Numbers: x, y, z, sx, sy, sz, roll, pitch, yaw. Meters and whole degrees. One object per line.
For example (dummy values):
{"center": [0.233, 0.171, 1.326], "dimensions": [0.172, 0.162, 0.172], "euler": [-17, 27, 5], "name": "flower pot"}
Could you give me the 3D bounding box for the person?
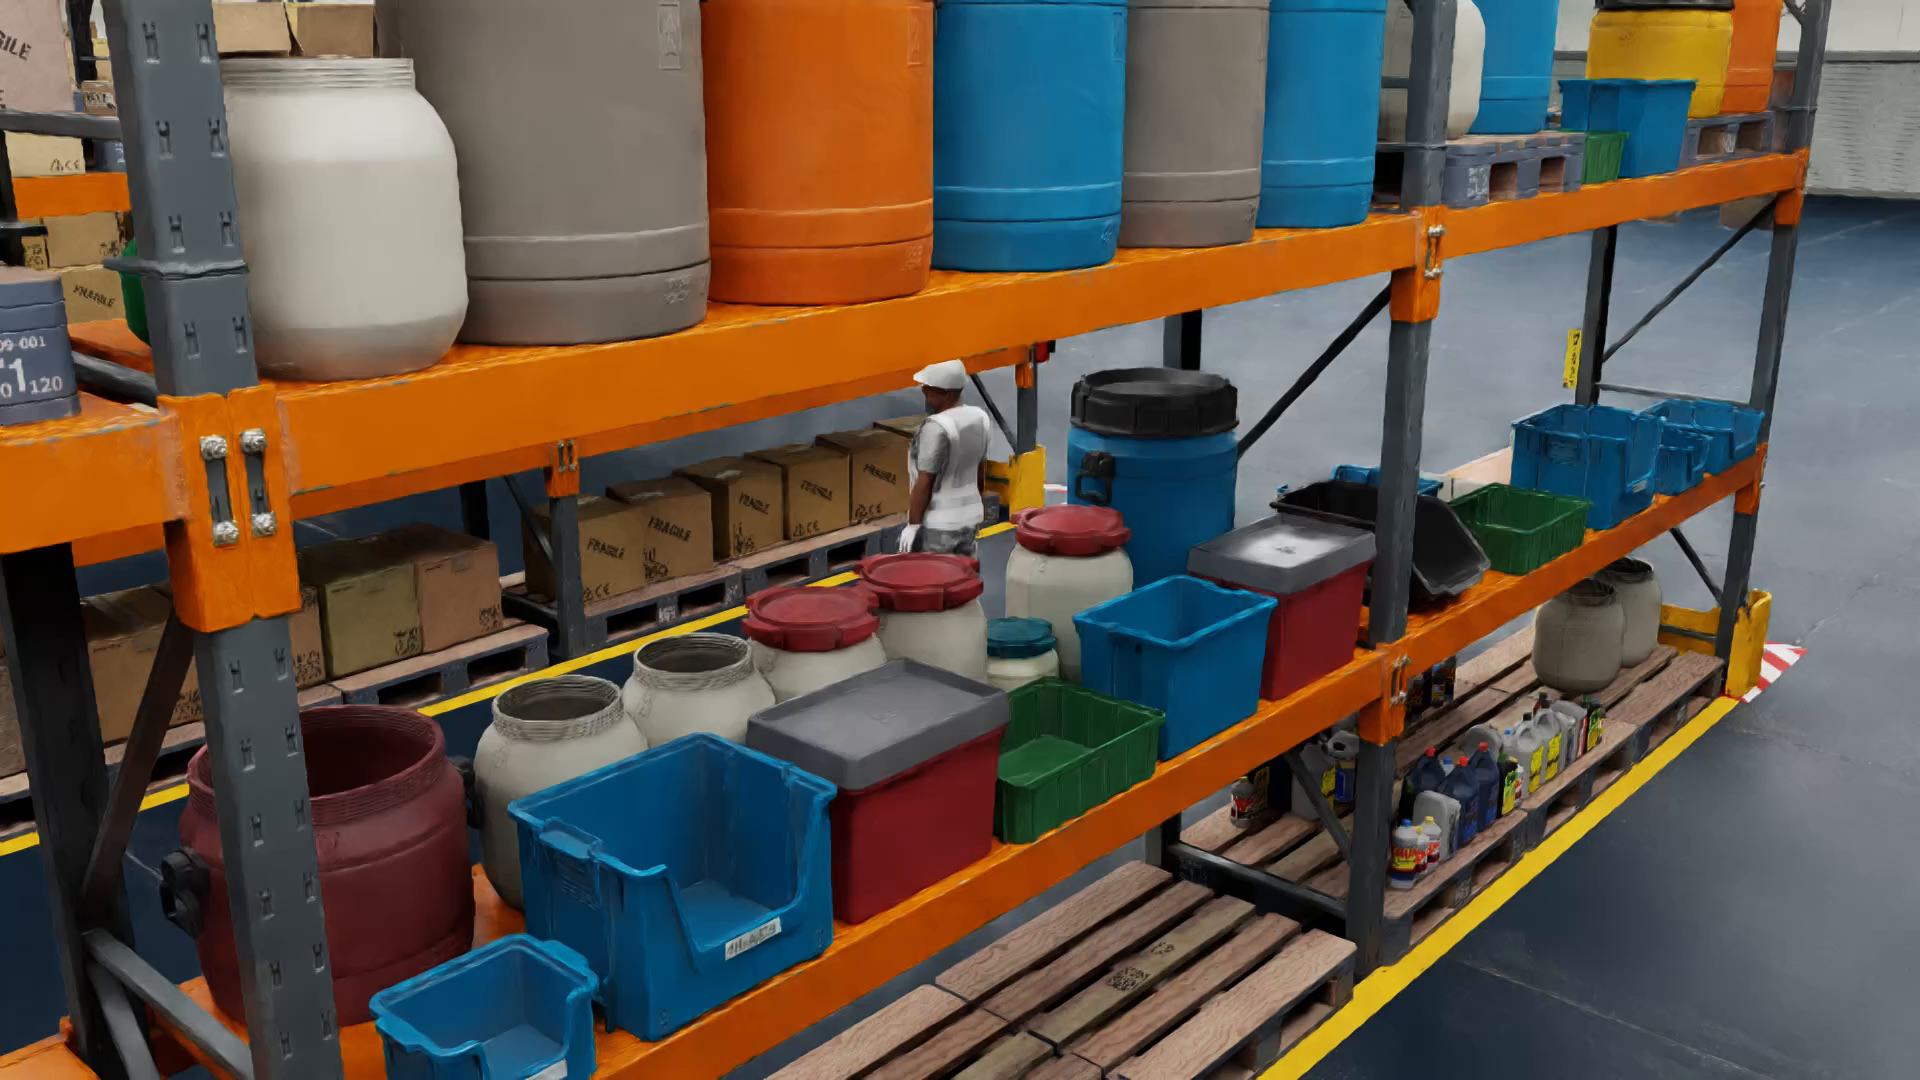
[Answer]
{"center": [-0.089, -0.089, 8.699], "dimensions": [0.391, 1.791, 0.632], "euler": [12, 20, 34], "name": "person"}
